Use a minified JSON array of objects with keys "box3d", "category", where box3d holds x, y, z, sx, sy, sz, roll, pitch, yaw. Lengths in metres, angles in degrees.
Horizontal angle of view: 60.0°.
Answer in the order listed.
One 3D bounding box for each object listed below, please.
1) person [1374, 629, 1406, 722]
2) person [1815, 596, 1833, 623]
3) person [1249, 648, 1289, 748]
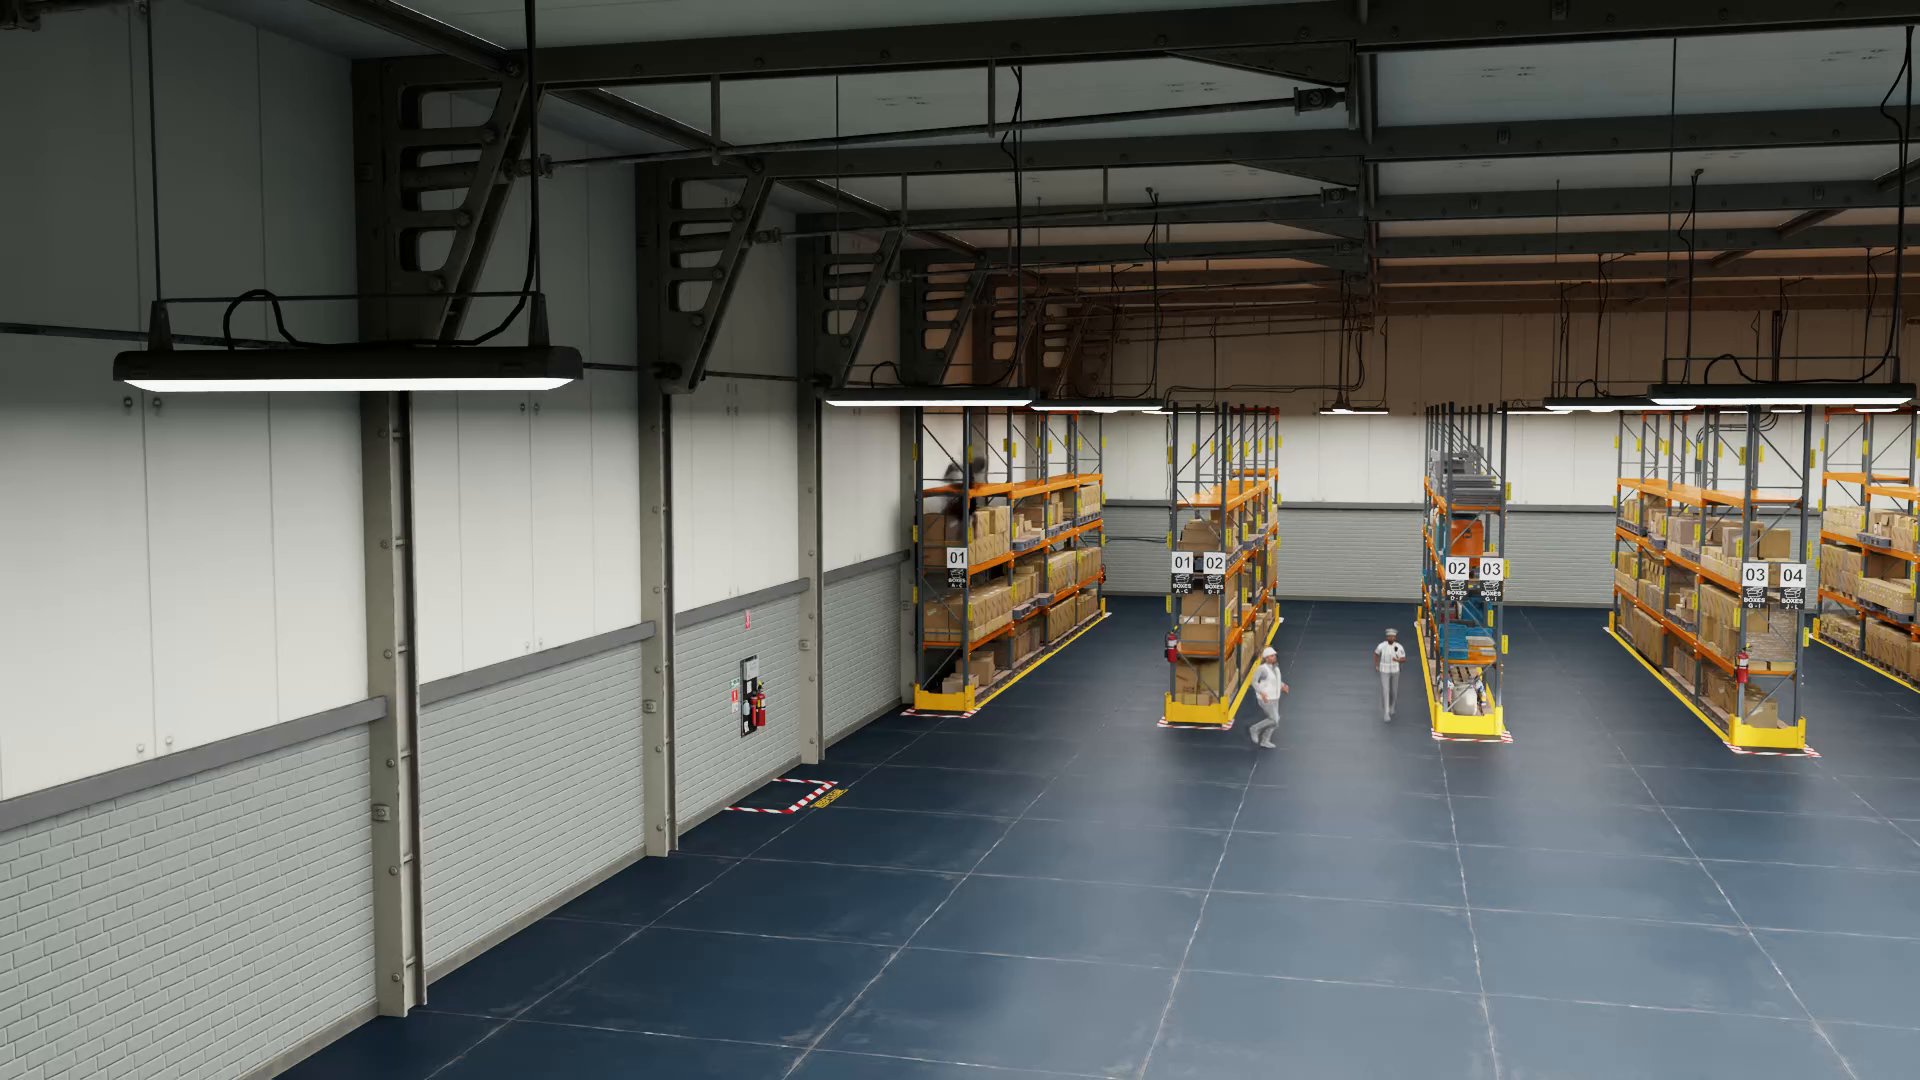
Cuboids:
[{"box3d":[8.159,2.526,31.563,0.566,1.711,0.908,1,4,9],"category":"person"},{"box3d":[23.114,1.656,44.303,0.551,1.595,0.621,1,4,18],"category":"person"},{"box3d":[5.380,2.731,28.825,0.610,1.744,0.652,4,6,43],"category":"person"}]
